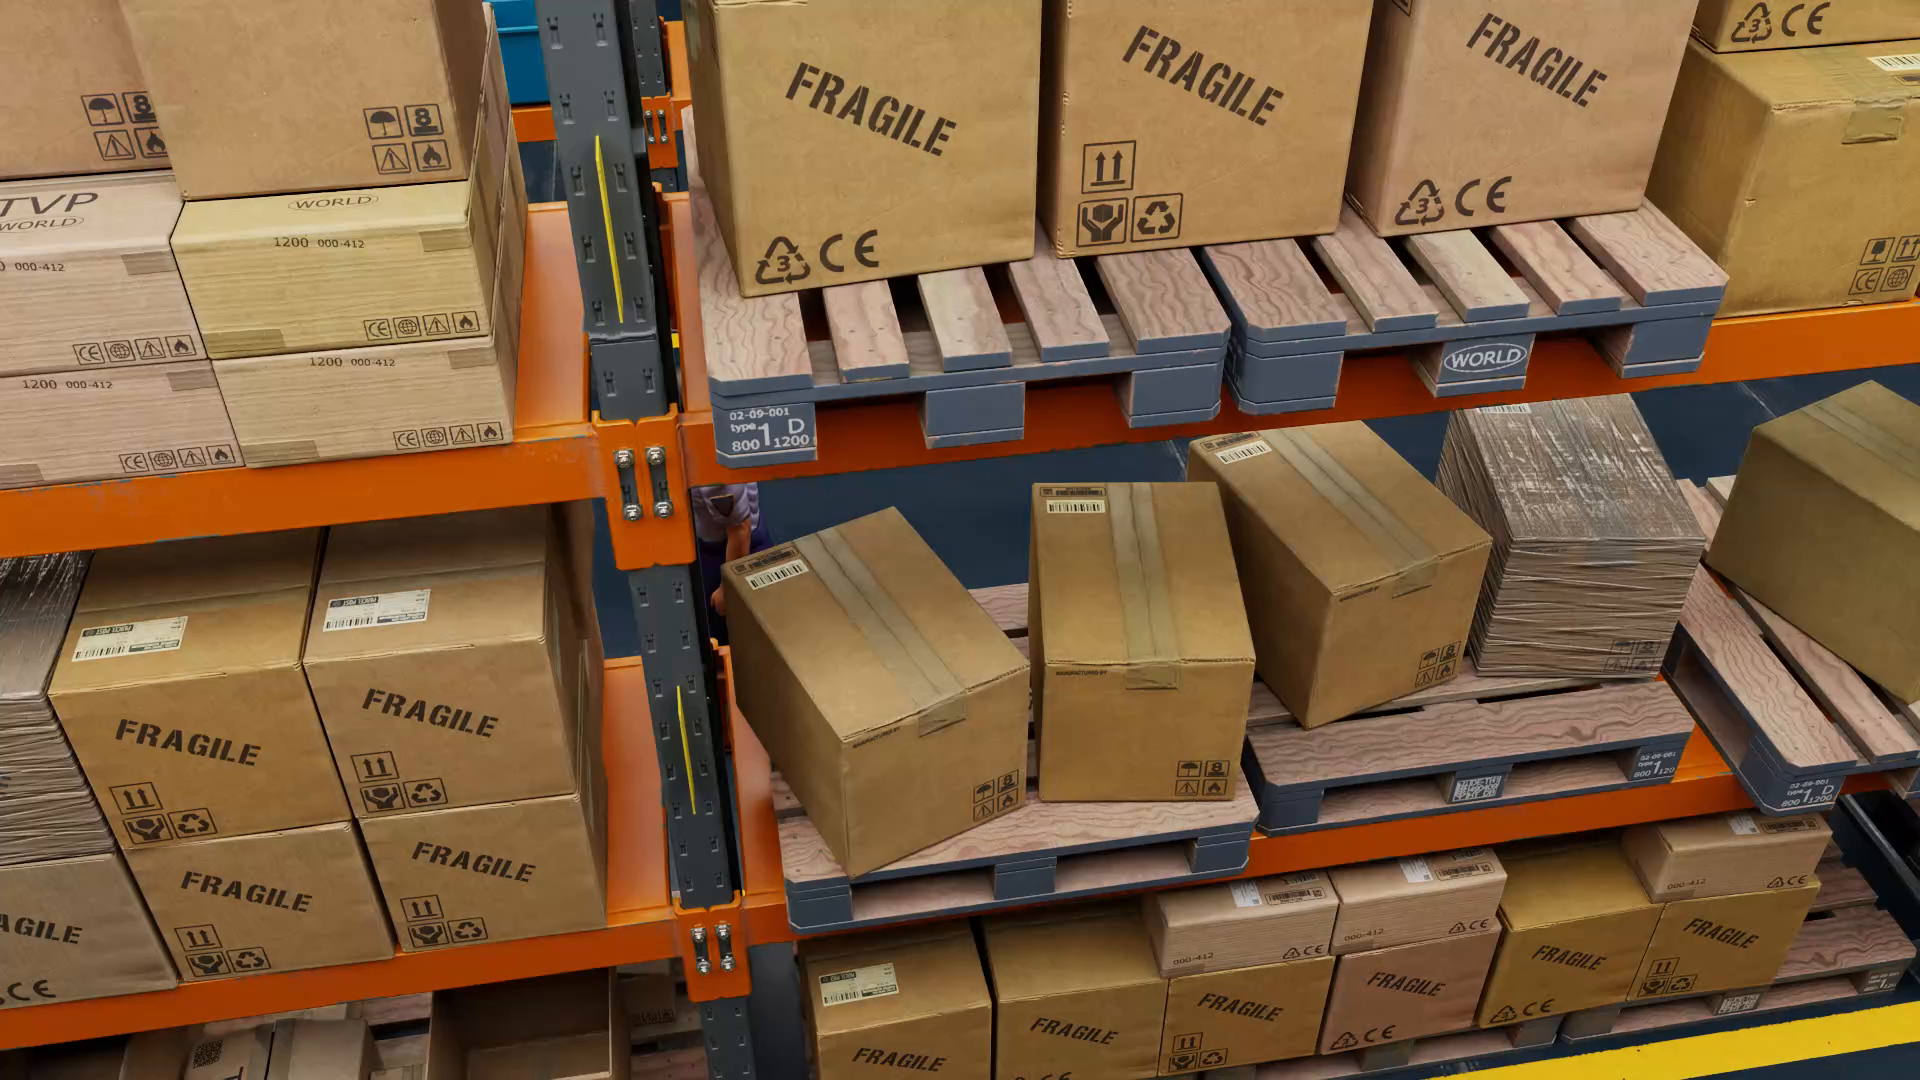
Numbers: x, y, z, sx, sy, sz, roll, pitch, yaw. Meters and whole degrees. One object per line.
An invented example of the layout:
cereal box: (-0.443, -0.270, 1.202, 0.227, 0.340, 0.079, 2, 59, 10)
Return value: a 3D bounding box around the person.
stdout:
person: (-0.876, 0.043, 6.106, 0.372, 1.652, 0.544, -11, 40, -14)
